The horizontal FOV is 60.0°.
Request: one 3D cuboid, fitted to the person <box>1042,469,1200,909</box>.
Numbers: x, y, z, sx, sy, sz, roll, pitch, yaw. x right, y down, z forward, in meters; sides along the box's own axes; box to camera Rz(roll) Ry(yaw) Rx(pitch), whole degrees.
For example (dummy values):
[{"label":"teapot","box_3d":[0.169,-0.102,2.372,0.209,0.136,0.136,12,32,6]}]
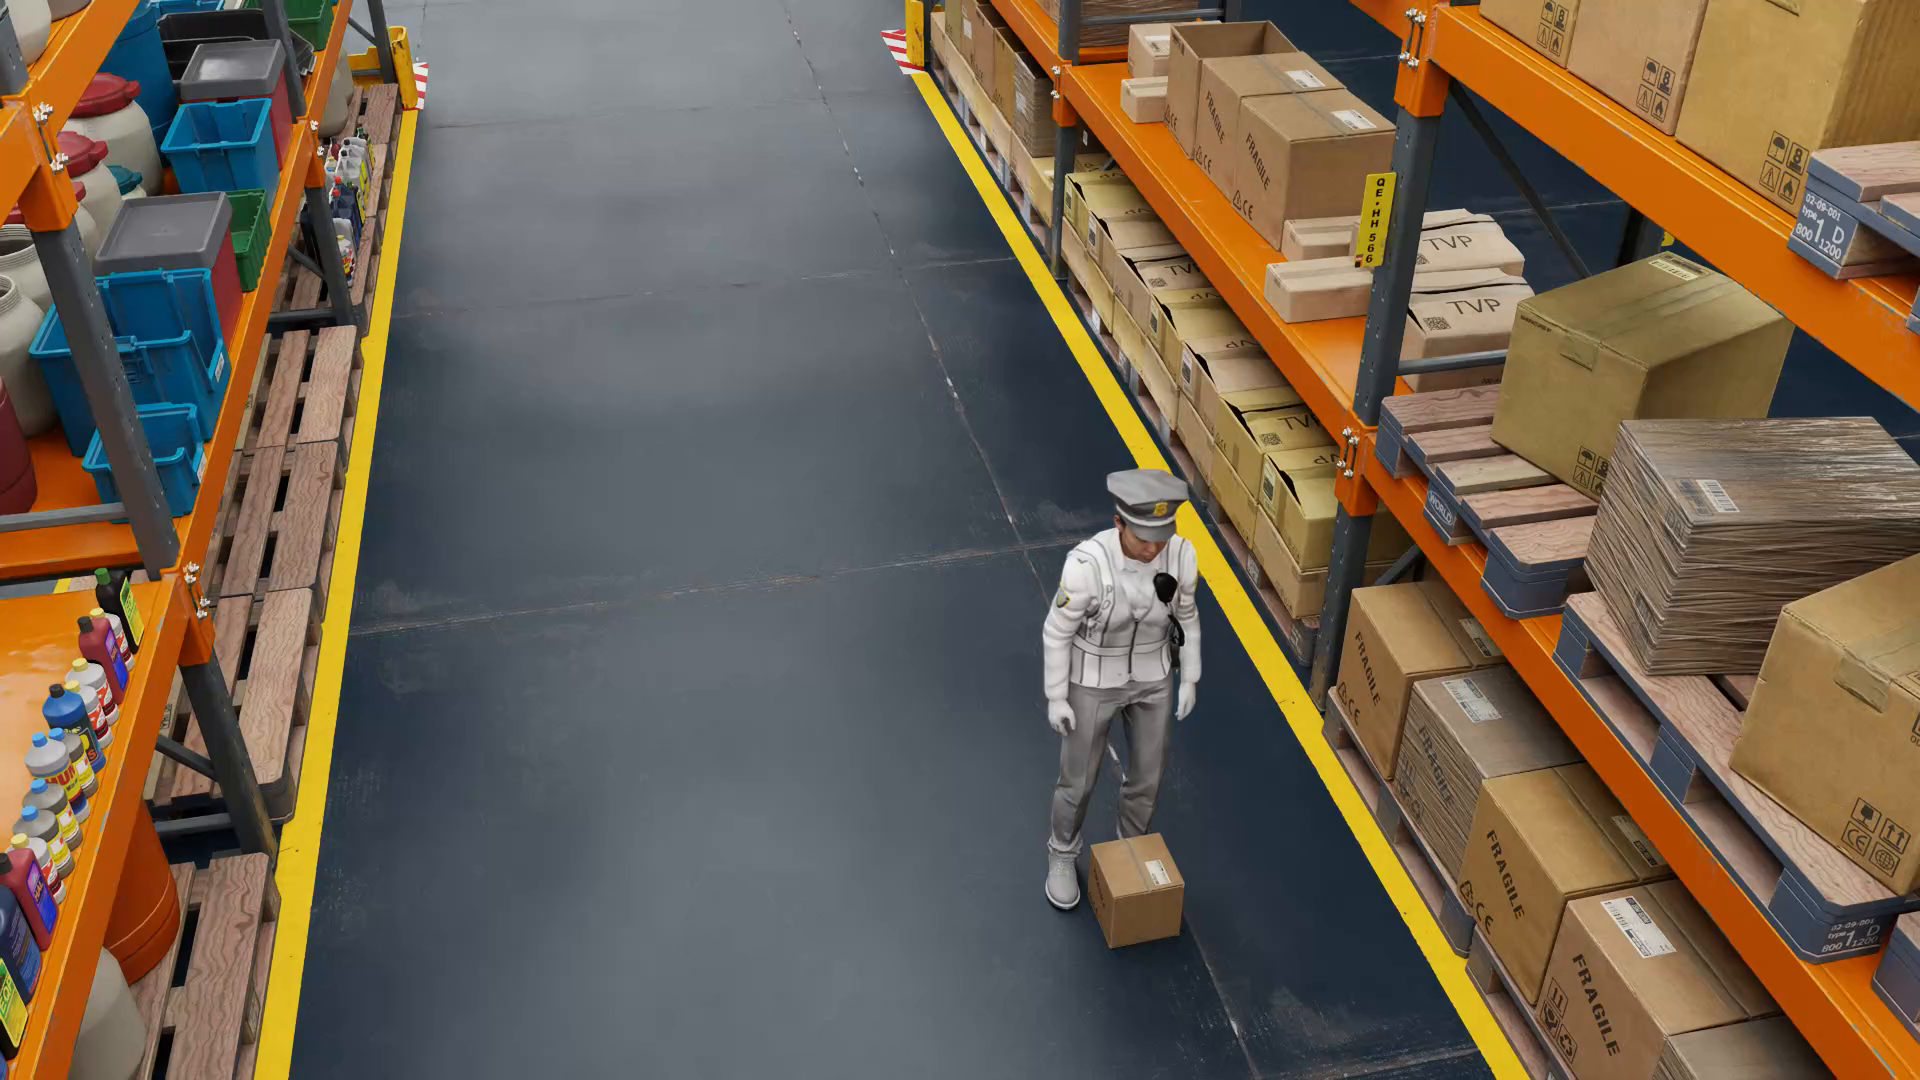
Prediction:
[{"label":"person","box_3d":[0.532,0.487,5.434,0.529,1.663,0.406,-7,35,-10]}]
